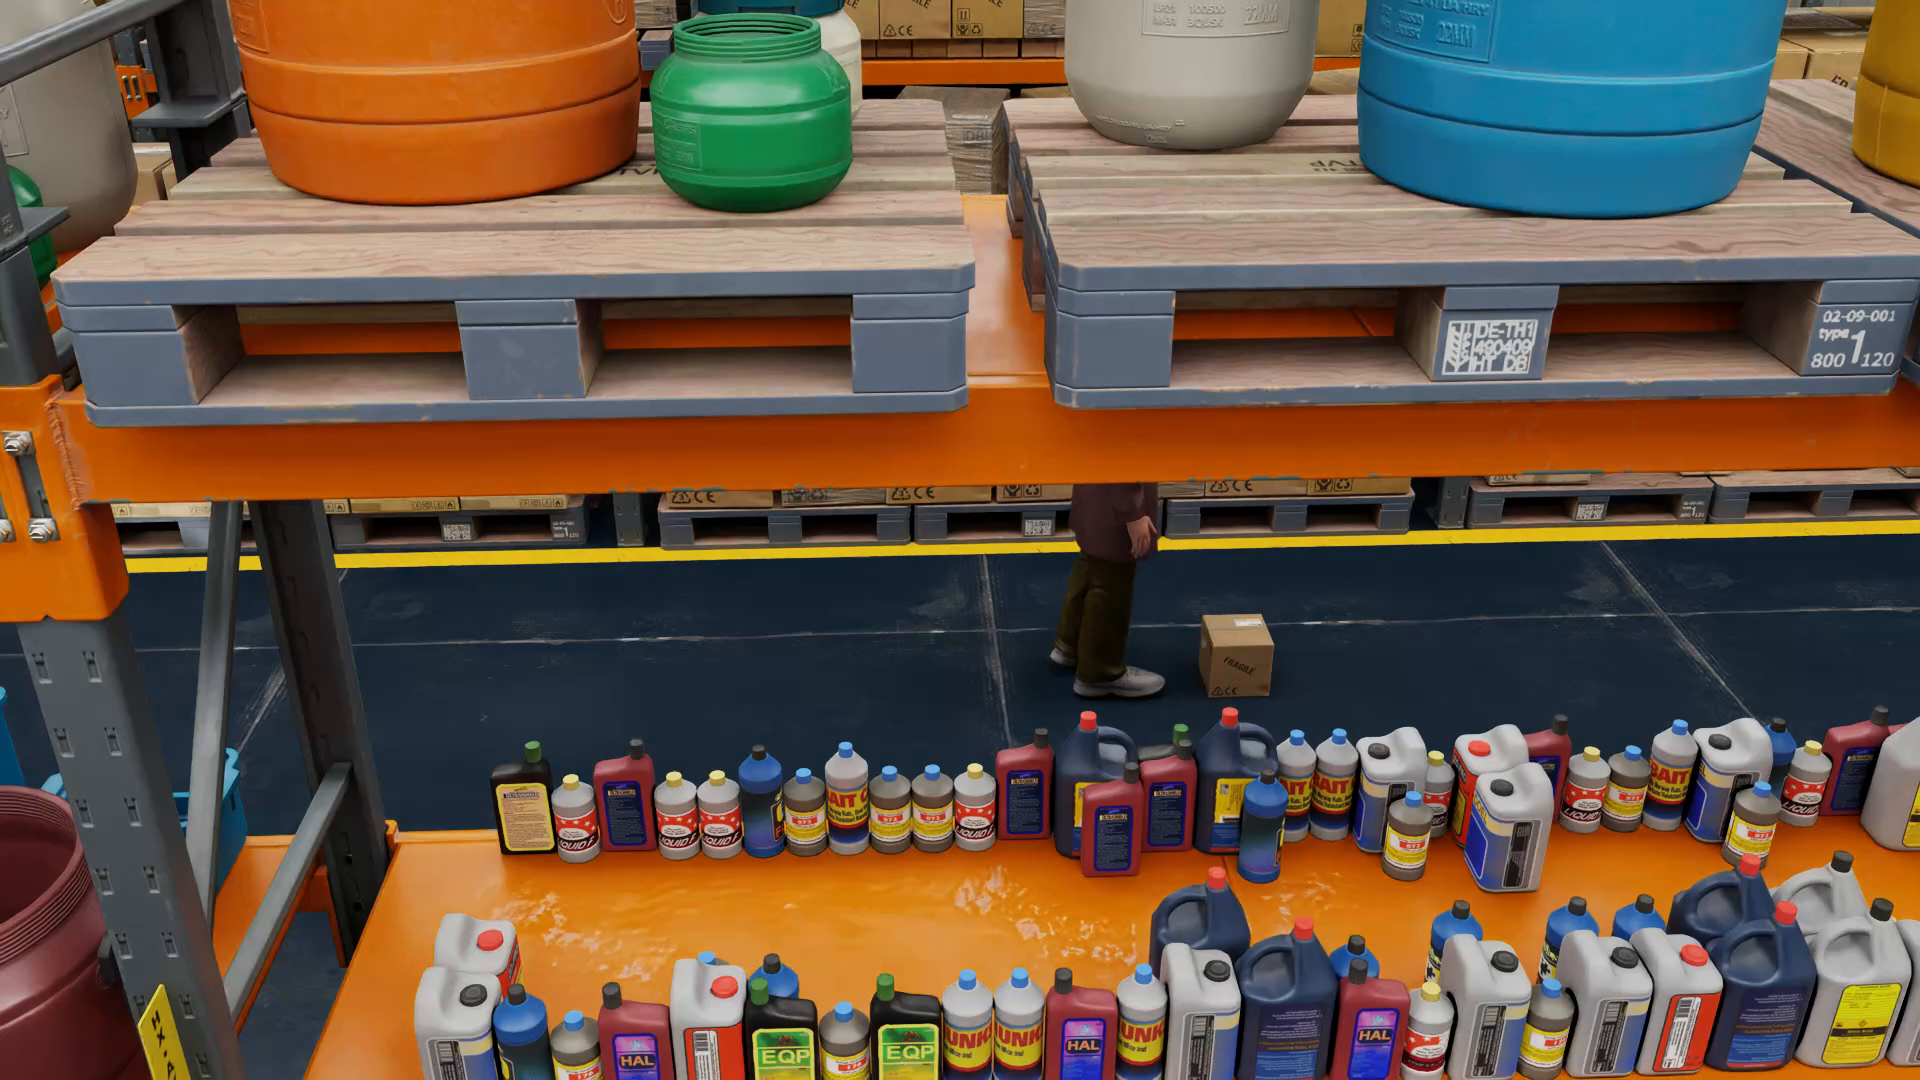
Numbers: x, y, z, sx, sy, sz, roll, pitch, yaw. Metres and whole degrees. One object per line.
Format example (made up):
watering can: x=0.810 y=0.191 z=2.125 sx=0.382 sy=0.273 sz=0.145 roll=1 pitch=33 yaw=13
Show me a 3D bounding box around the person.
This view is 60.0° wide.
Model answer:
person: x=0.612 y=-0.178 z=6.499 sx=0.432 sy=1.829 sz=0.622 roll=-4 pitch=27 yaw=-7
